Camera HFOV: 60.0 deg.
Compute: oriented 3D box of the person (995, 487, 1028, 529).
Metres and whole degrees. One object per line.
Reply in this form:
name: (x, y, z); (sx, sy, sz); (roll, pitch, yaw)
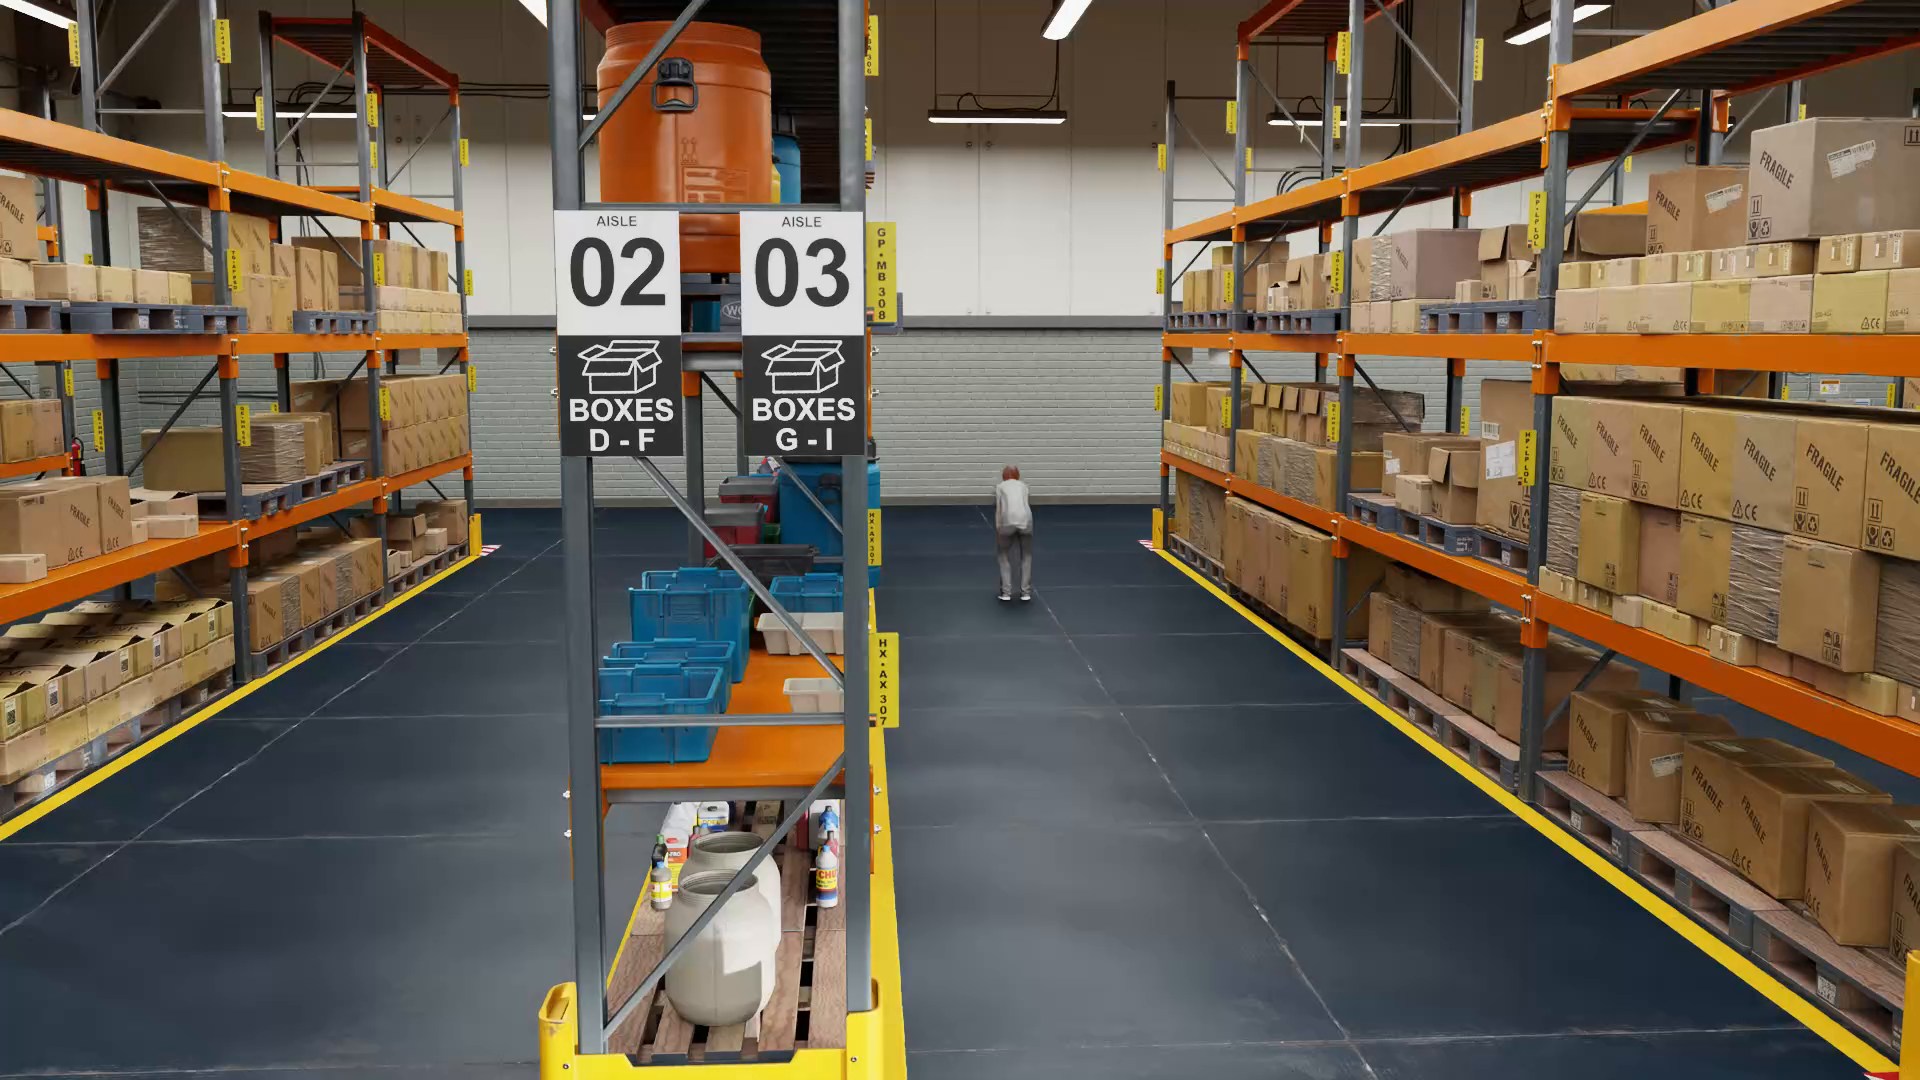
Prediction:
person: (0.579, -0.363, 17.595); (0.369, 0.471, 0.498); (-1, 7, -5)
